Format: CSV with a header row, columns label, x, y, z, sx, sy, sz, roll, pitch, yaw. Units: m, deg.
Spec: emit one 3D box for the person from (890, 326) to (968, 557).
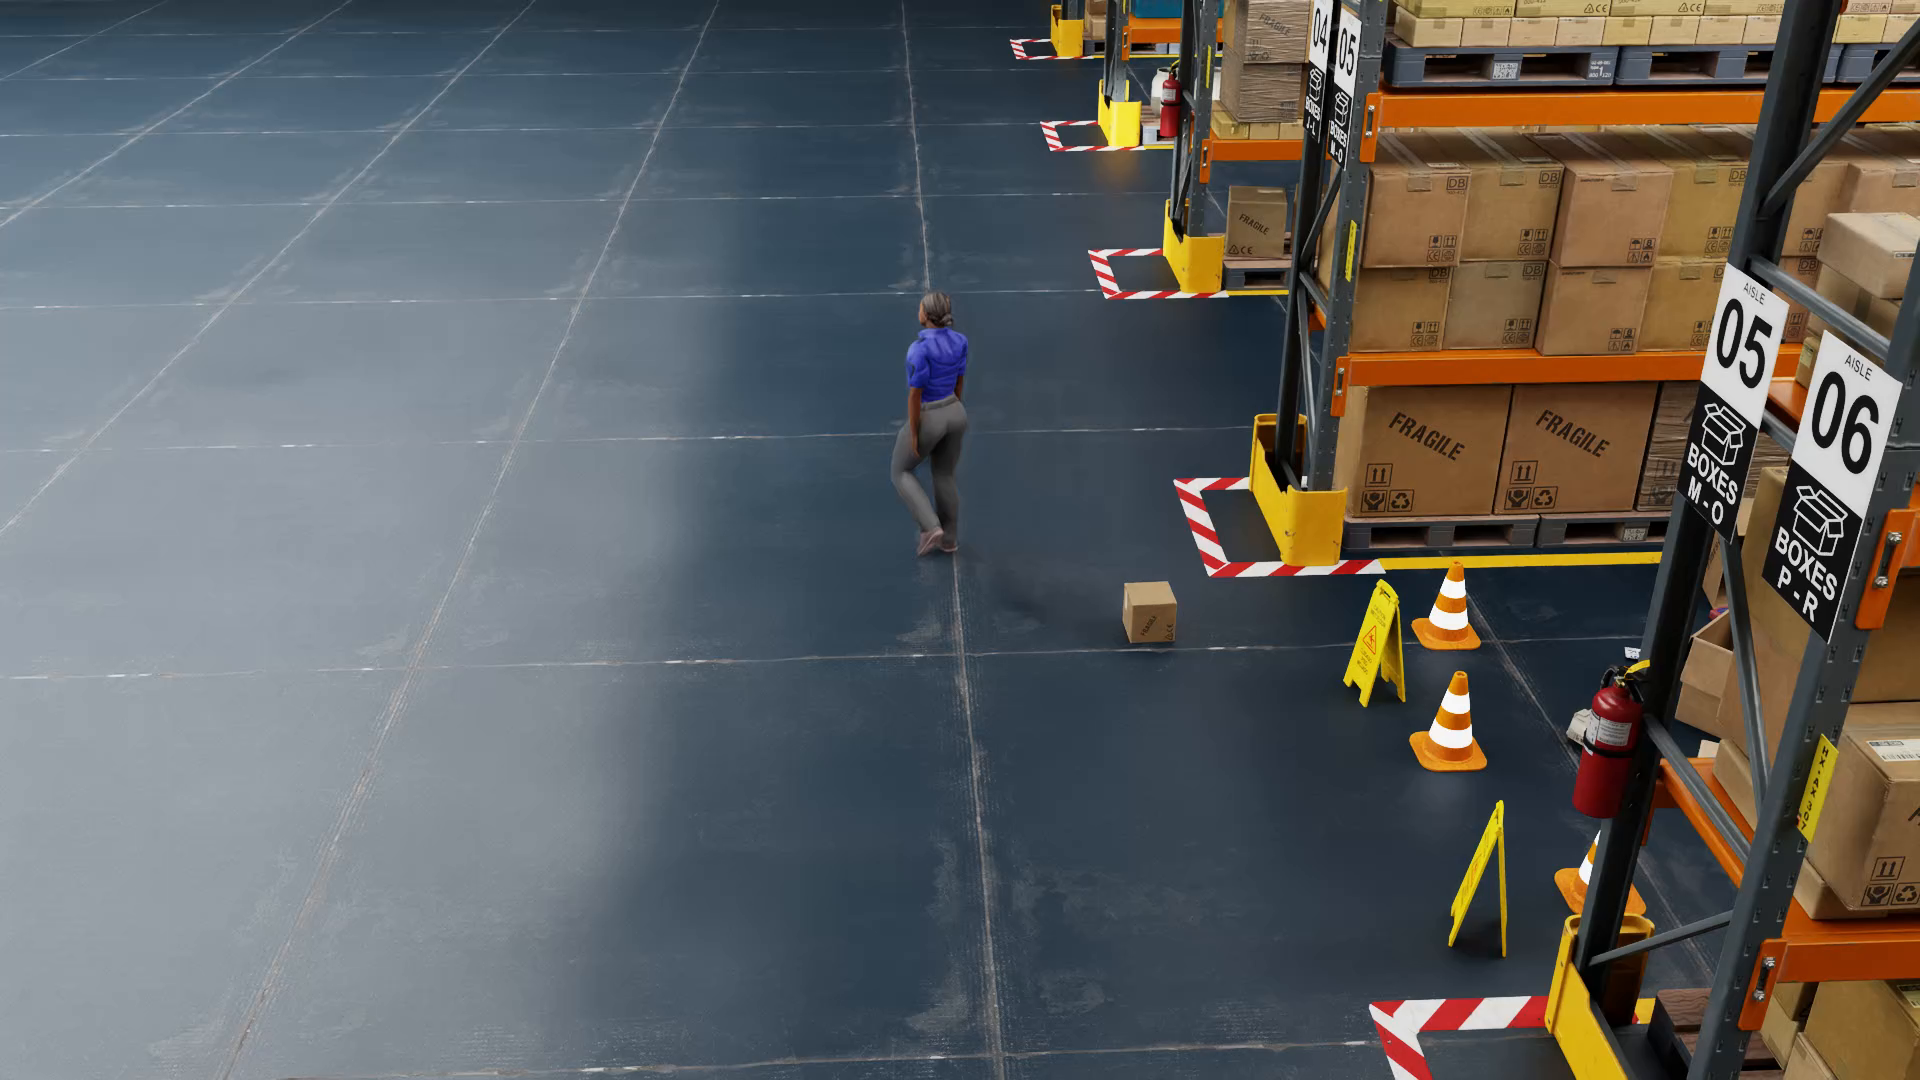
label,x,y,z,sx,sy,sz,roll,pitch,yaw
person,-0.157,-0.598,9.944,0.438,1.463,0.433,-20,34,-33
